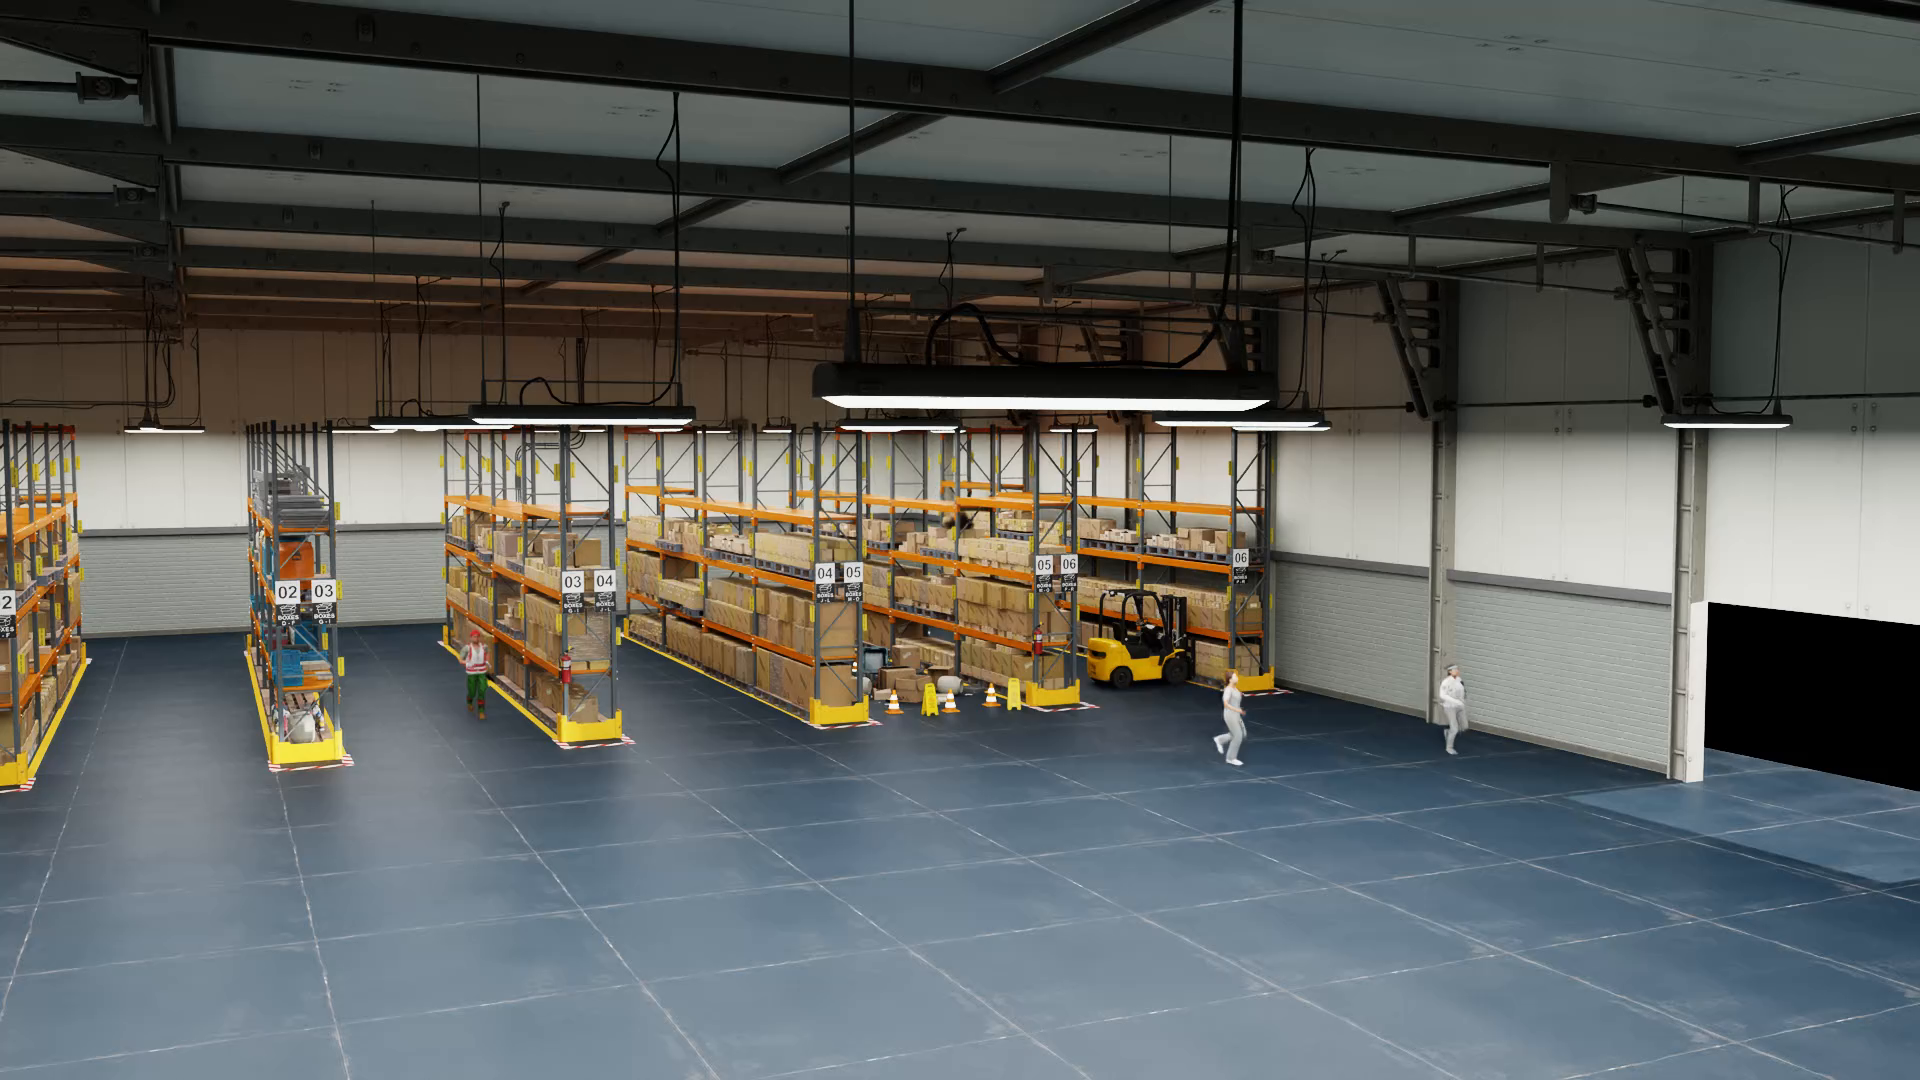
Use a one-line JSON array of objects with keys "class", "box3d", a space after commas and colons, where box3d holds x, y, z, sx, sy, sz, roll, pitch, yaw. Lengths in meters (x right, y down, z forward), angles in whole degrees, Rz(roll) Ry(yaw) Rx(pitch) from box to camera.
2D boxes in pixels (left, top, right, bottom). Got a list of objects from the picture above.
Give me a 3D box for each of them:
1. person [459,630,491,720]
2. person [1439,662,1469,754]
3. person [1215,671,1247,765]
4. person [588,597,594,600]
[{"class": "person", "box3d": [-9.805, 2.711, 33.700, 0.658, 1.782, 0.953, -2, 4, -29]}, {"class": "person", "box3d": [8.914, 3.021, 29.989, 0.658, 1.664, 0.561, -2, 4, -31]}, {"class": "person", "box3d": [4.729, 3.099, 29.077, 0.597, 1.633, 0.594, 2, 4, 24]}, {"class": "person", "box3d": [-10.697, 2.009, 46.872, 0.727, 1.581, 0.519, 1, 4, 16]}]
